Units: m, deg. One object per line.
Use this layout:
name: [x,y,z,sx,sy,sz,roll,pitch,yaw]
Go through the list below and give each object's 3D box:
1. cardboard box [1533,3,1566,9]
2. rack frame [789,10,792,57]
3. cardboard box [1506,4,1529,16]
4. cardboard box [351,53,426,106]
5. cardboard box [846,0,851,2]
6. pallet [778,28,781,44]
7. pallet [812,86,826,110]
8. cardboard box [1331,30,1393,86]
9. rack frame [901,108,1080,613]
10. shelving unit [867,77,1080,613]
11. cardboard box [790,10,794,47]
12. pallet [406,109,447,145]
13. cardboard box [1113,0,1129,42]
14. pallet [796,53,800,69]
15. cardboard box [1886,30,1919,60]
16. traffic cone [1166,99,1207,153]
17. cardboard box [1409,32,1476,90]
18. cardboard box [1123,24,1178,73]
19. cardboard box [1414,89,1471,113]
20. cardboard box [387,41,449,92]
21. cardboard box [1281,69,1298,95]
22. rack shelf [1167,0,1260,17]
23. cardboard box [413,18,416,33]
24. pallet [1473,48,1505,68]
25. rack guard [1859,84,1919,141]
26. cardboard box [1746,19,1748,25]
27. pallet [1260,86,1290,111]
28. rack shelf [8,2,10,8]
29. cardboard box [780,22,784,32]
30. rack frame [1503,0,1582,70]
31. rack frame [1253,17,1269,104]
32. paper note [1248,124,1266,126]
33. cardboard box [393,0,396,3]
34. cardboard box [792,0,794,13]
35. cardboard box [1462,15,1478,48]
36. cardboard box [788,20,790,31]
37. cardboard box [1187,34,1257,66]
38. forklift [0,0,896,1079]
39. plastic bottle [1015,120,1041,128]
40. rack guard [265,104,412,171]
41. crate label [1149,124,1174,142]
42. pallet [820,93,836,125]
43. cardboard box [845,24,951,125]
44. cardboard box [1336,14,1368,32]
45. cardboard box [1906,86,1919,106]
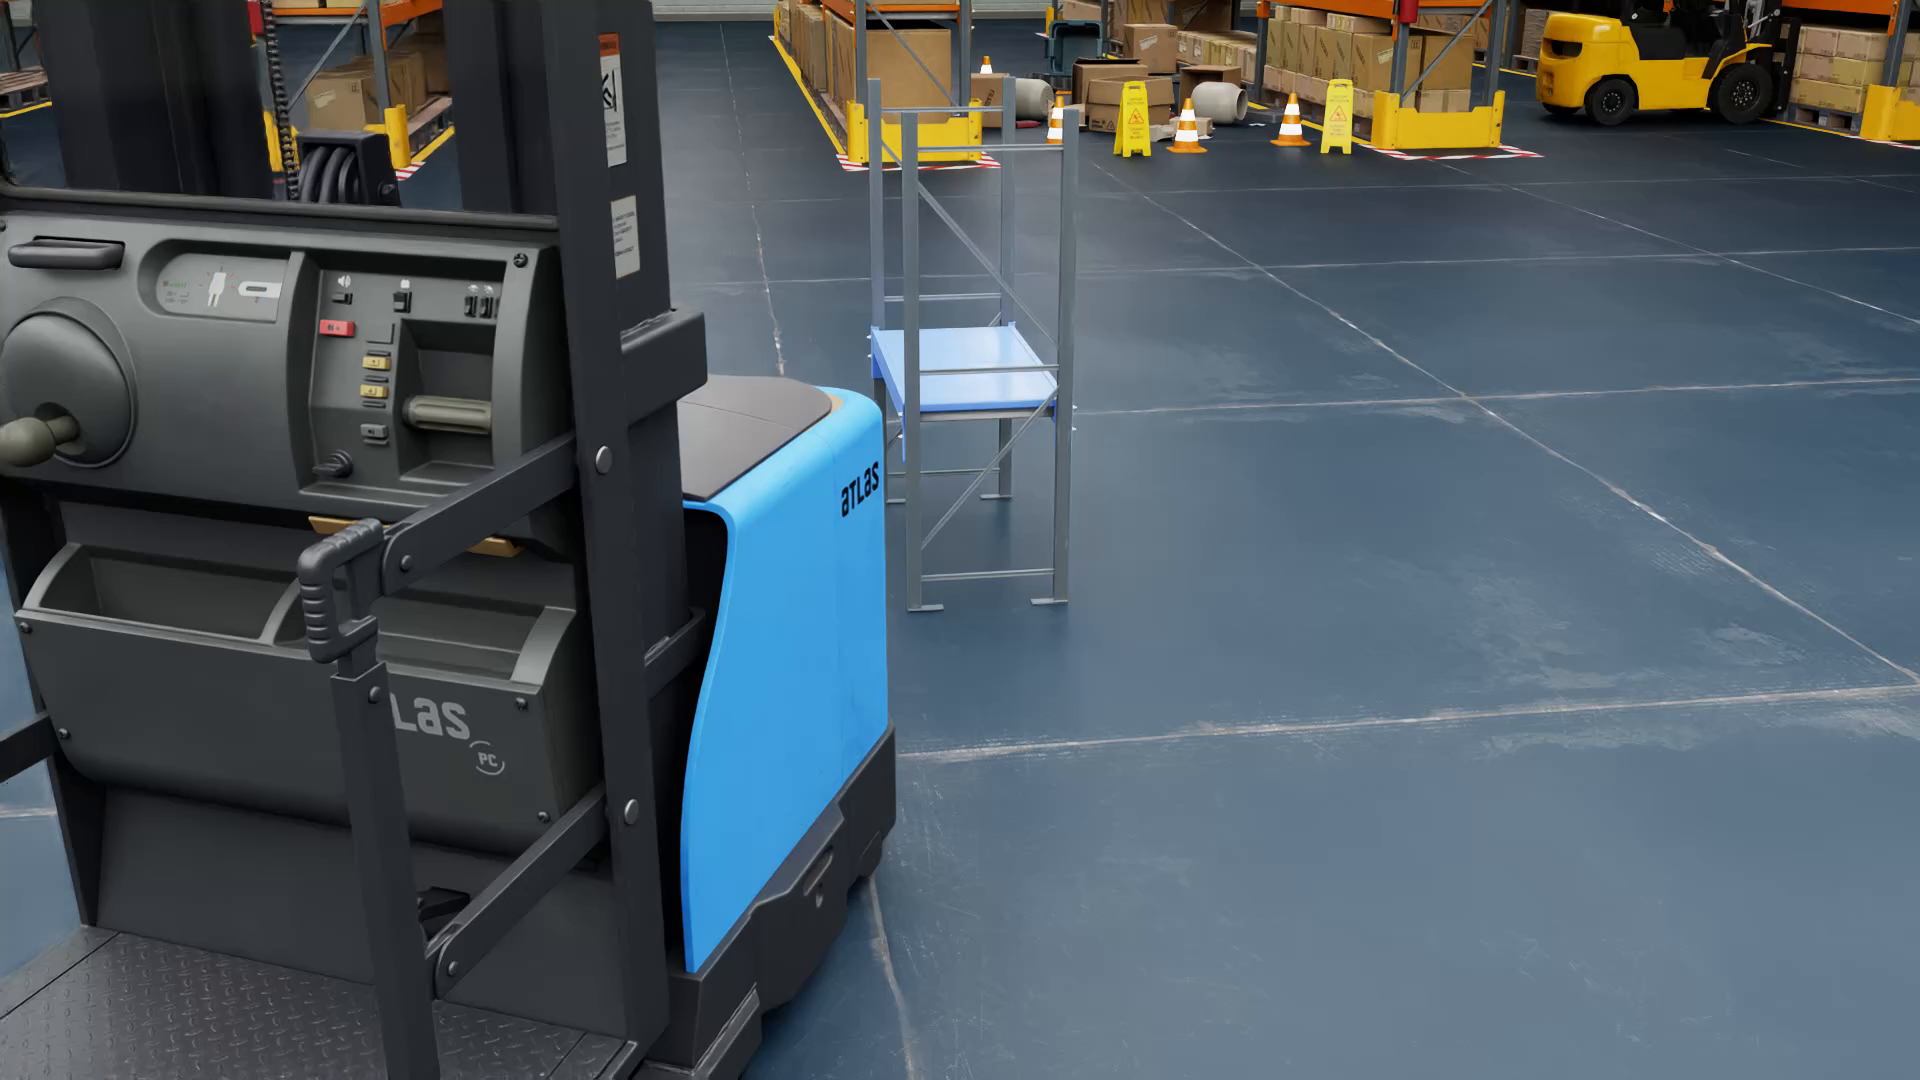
cardboard box: [8.468,-7.635,23.915,0.380,0.149,0.250,-2,21,-5]
rack frame: [-2.137,-8.957,25.412,1.000,3.000,0.127,-3,21,-8]
cardboard box: [7.913,-7.597,23.813,0.380,0.149,0.250,-4,21,-10]
cardboard box: [-5.798,-4.660,16.877,0.500,0.500,0.500,4,21,9]
cardboard box: [-0.606,-5.188,15.106,0.875,0.550,0.550,-3,21,-8]
pallet: [-2.620,-8.727,28.779,1.003,0.211,1.213,-3,21,-8]
pallet: [-1.169,-5.145,19.189,1.003,0.211,1.213,-3,21,-8]
cardboard box: [4.025,-4.792,16.517,0.500,0.500,0.500,-2,21,-6]
rack frame: [0.086,-0.497,4.903,0.500,1.500,0.032,-3,21,-8]
shelving unit: [0.012,-0.673,5.375,0.538,1.500,1.048,-3,21,-8]
cardboard box: [-2.293,-7.714,25.055,0.500,0.500,0.500,-2,21,-6]
pallet: [-5.595,-4.012,16.156,1.003,0.211,1.213,-3,21,-8]
cardboard box: [2.916,-8.233,25.908,0.875,0.875,0.875,-2,21,-6]
pallet: [-1.844,-6.958,24.045,1.003,0.211,1.213,-3,21,-8]
cardboard box: [9.506,-4.892,16.427,0.500,0.250,0.500,-3,21,-9]
traffic cone: [2.089,-3.809,15.253,0.336,0.463,0.334,-3,21,-8]
cardboard box: [4.630,-4.649,16.133,0.500,0.500,0.500,-4,21,-10]
cardboard box: [2.143,-5.556,18.794,0.500,0.500,0.500,-3,21,-8]
cardboard box: [4.634,-4.289,16.242,0.500,0.250,0.500,-3,21,-8]
cardboard box: [-5.973,-5.221,18.352,0.700,0.500,0.500,-5,21,-12]
cardboard box: [3.806,-4.979,18.089,0.500,0.250,0.500,-2,21,-5]
rack shelf: [3.612,-6.828,20.738,1.077,0.370,4.000,-3,21,-8]
cardboard box: [-6.562,-6.799,22.068,1.225,0.875,0.875,-4,21,-10]
pallet: [8.165,-7.063,24.325,1.003,0.211,1.213,-3,21,-8]
rack guard: [9.392,-4.160,16.138,1.175,0.500,0.348,-3,21,-8]
cardboard box: [8.718,-5.568,18.238,0.500,0.250,0.500,-2,21,-6]
pallet: [4.032,-4.935,18.628,1.003,0.211,1.213,-3,21,-8]
rack shelf: [-11.672,-7.463,22.439,1.077,0.370,4.000,-3,21,-8]
cardboard box: [-2.865,-8.740,28.303,0.380,0.149,0.250,-3,21,-7]
rack frame: [8.235,-8.109,23.139,1.000,3.000,0.127,-3,21,-8]
rack frame: [3.900,-6.472,18.758,1.000,3.000,0.127,-3,21,-8]
paper note: [3.079,-4.301,17.187,0.142,0.019,0.148,-11,23,-26]
cardboard box: [-5.230,-4.841,14.749,0.380,0.149,0.250,-3,21,-8]
cardboard box: [-2.212,-7.881,24.430,0.500,0.250,0.500,-2,21,-6]
cardboard box: [7.822,-7.625,24.816,0.500,0.500,0.500,-2,21,-5]
cardboard box: [-2.497,-8.051,26.034,0.380,0.149,0.250,-3,21,-7]
cardboard box: [3.510,-6.372,21.644,0.950,0.372,0.625,-3,21,-9]
forklift: [-1.078,-0.243,2.177,1.130,2.935,3.031,6,21,16]
plastic bottle: [0.684,-4.259,17.033,0.283,0.061,0.133,-11,23,-26]
rack guard: [-5.340,-3.443,14.219,1.175,0.500,0.348,-3,21,-8]
crate label: [1.914,-3.925,16.030,0.250,0.136,0.298,-15,25,-35]
pallet: [-0.951,-4.614,17.768,1.003,0.211,1.213,-3,21,-8]
cardboard box: [-0.570,-4.235,15.205,0.875,0.875,0.875,-3,21,-7]
cardboard box: [3.951,-5.126,16.485,0.380,0.149,0.250,-3,21,-7]
cardboard box: [9.511,-4.427,16.613,0.500,0.250,0.500,-3,21,-8]
